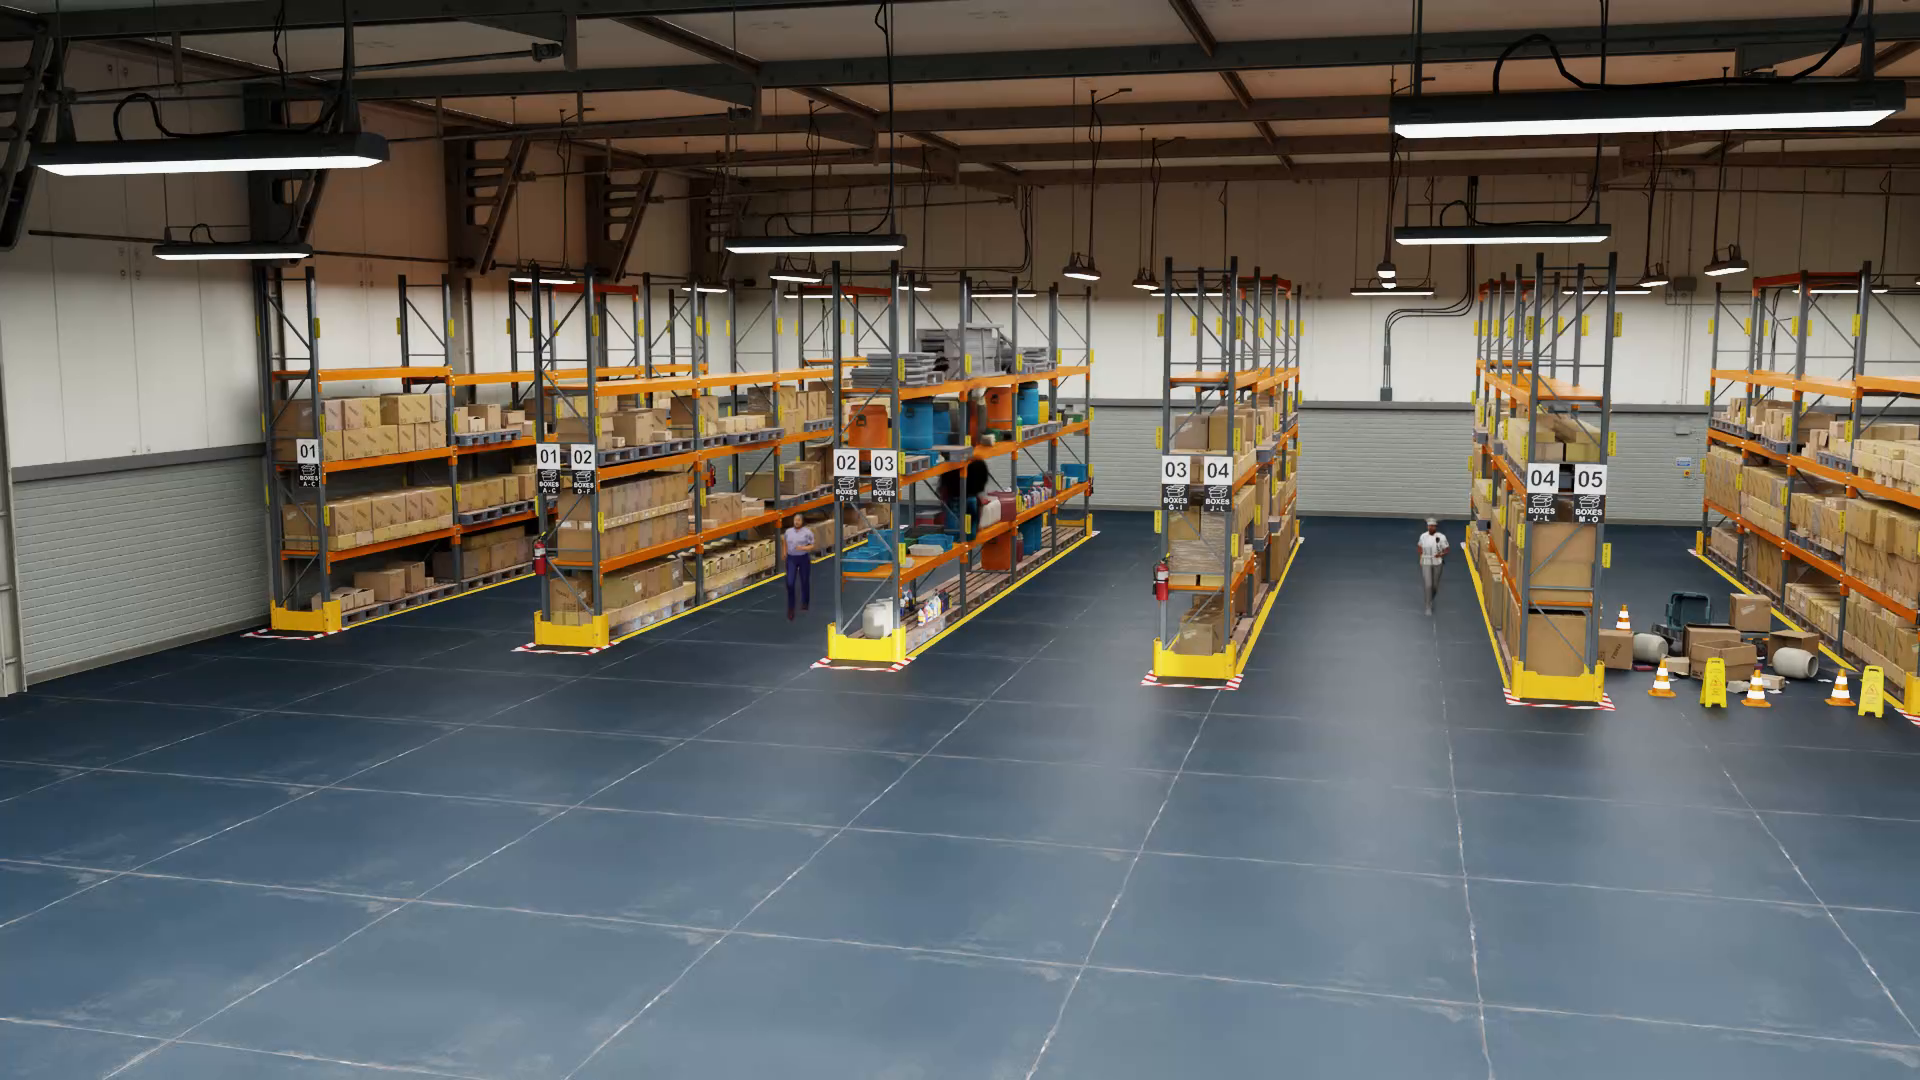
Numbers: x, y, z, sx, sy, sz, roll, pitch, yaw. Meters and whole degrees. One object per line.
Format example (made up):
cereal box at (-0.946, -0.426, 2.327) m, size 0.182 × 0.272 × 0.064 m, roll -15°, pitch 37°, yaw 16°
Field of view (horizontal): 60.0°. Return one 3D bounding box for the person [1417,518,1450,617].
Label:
person at (8.353, 0.449, 29.368) m, size 0.569 × 1.712 × 0.855 m, roll 2°, pitch 8°, yaw 18°

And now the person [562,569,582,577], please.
person at (-7.087, 0.226, 30.673) m, size 0.680 × 1.836 × 0.898 m, roll 1°, pitch 7°, yaw 8°

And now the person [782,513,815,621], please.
person at (-2.686, 0.439, 27.560) m, size 0.577 × 1.760 × 0.685 m, roll 0°, pitch 7°, yaw 3°

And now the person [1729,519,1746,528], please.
person at (17.816, -0.637, 37.986) m, size 0.773 × 1.693 × 0.787 m, roll -6°, pitch 9°, yaw -38°
